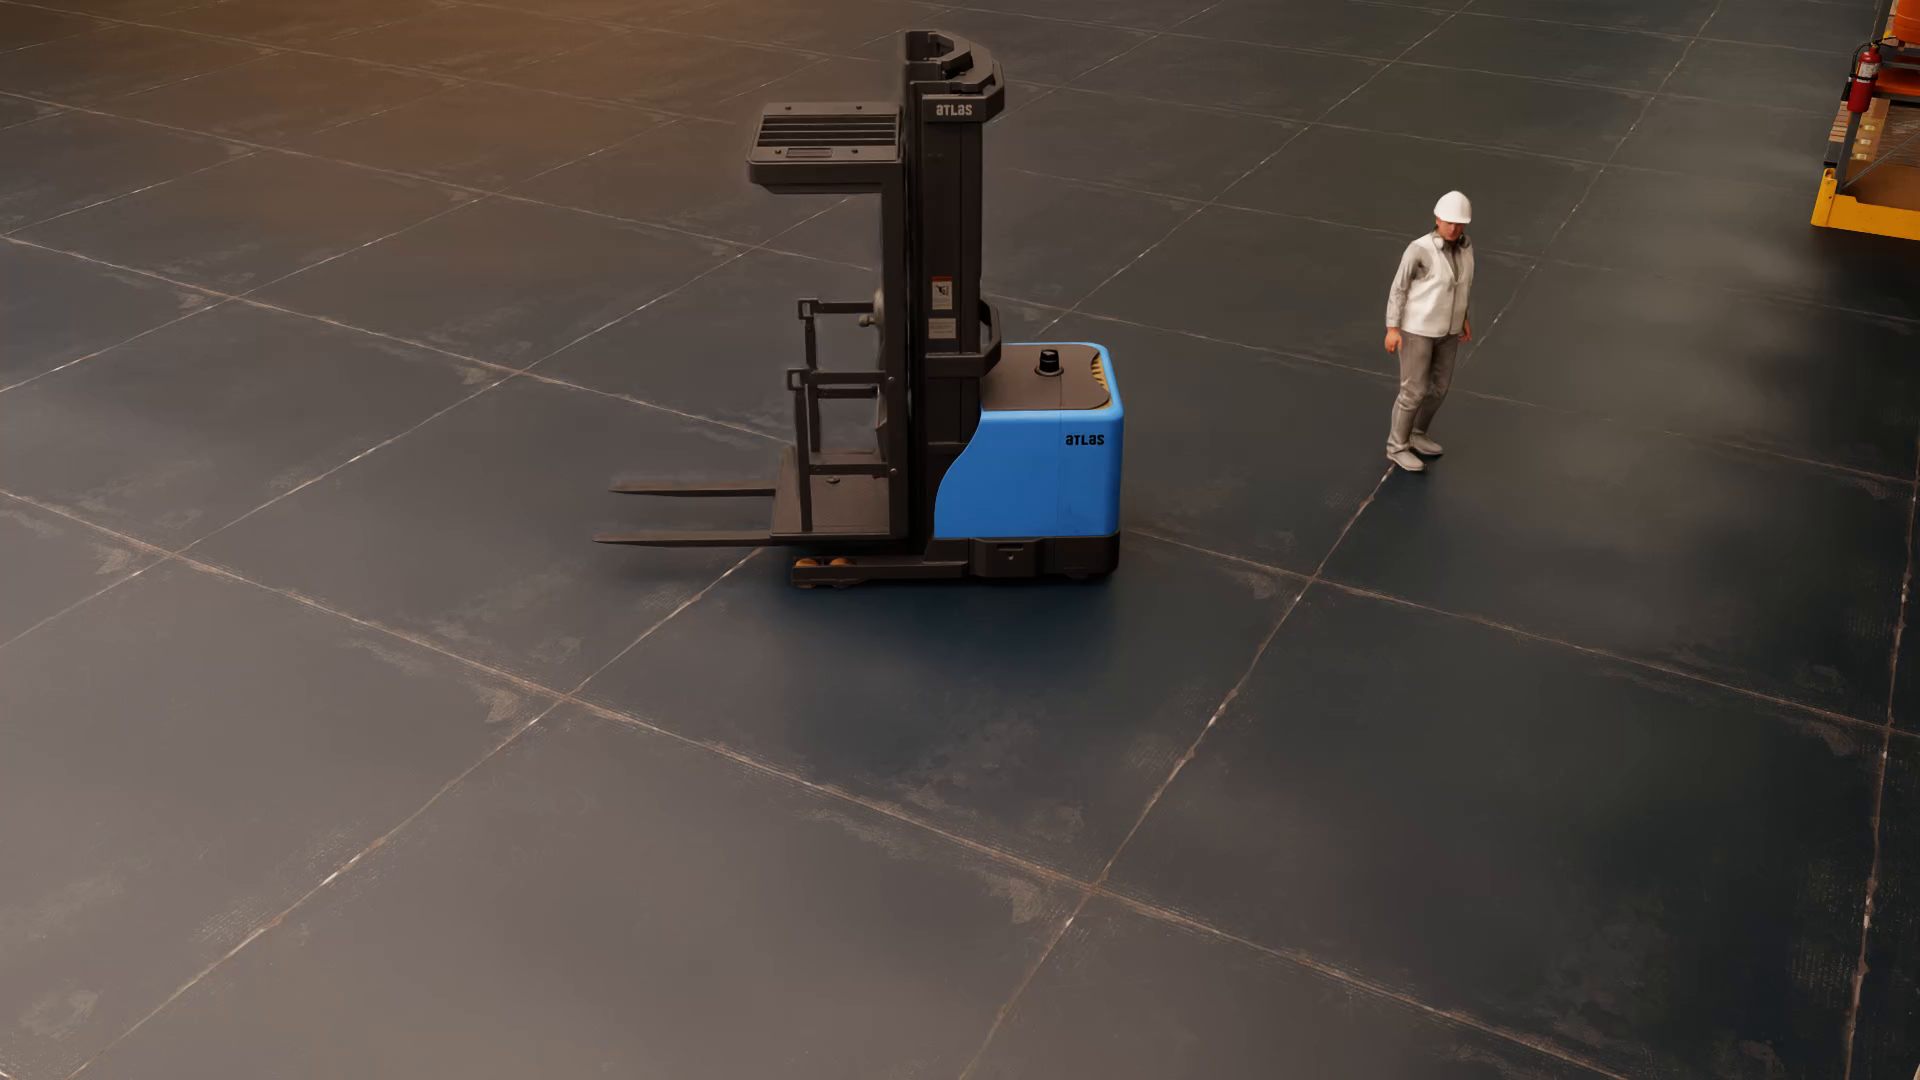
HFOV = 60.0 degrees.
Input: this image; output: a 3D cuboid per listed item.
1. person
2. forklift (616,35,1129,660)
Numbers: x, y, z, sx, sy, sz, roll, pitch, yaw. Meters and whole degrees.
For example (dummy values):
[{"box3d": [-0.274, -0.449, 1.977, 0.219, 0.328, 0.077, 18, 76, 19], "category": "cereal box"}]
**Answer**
[{"box3d": [2.991, -1.342, 10.554, 0.535, 1.777, 0.363, -17, 34, -26], "category": "person"}, {"box3d": [-0.470, -1.071, 8.926, 3.031, 2.935, 1.130, -22, 37, -33], "category": "forklift"}]
